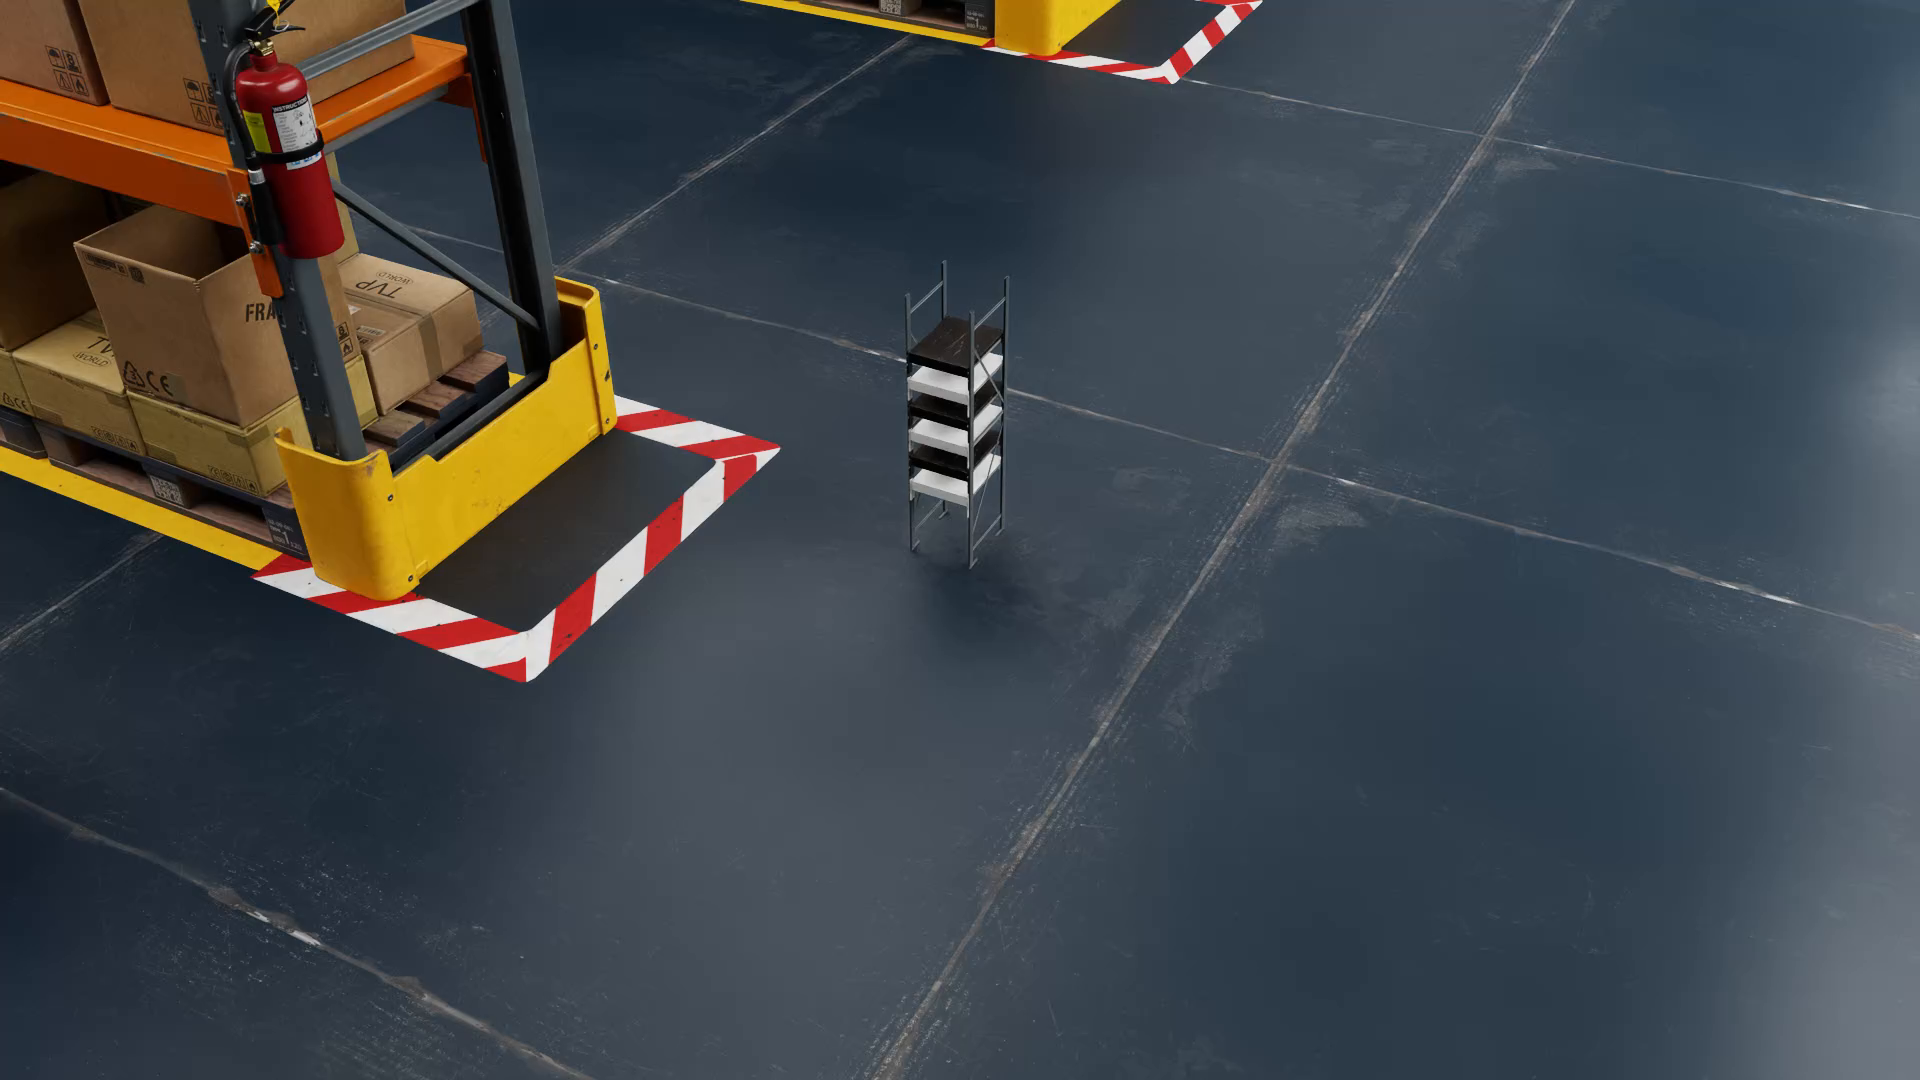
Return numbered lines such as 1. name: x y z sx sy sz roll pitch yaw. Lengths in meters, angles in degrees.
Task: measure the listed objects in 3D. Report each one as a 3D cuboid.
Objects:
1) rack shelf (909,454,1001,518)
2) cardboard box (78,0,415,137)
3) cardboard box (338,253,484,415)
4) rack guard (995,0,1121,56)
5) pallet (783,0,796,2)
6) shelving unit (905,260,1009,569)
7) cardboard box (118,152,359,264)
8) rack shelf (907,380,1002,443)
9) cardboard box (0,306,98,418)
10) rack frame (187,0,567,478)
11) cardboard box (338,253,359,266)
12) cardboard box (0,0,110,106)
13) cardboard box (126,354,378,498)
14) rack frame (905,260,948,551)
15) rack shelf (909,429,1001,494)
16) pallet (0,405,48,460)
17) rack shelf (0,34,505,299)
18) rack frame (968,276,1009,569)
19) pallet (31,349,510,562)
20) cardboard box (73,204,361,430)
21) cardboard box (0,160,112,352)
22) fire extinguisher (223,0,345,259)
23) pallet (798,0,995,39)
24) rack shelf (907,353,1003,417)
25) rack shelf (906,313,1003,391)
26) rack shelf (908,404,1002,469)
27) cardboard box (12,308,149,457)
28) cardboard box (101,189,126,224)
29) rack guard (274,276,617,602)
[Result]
1. rack shelf: -0.007 -0.191 5.110 0.200 0.077 0.258 17 41 21
2. cardboard box: -2.022 -1.540 4.716 0.500 0.500 0.700 17 41 22
3. cardboard box: -1.987 -0.704 5.624 0.500 0.250 0.500 17 41 21
4. rack guard: 0.579 -3.022 8.818 0.348 0.500 1.175 17 41 21
5. pallet: -1.220 -3.476 9.655 1.213 0.211 1.003 17 41 21
6. shelving unit: -0.007 -0.361 4.981 0.210 0.900 0.258 17 41 21
7. cardboard box: -2.432 -1.141 5.579 0.500 0.500 0.500 17 41 21
8. rack shelf: -0.007 -0.406 4.947 0.200 0.077 0.258 17 41 21
9. cardboard box: -3.120 -0.697 5.614 0.500 0.250 0.500 17 41 21
10. rack frame: -1.614 -1.364 4.566 0.127 3.000 1.000 17 41 21
11. cardboard box: -2.433 -0.841 5.805 0.500 0.250 0.500 17 41 21
12. cardboard box: -2.491 -1.684 4.905 0.500 0.500 0.700 18 41 23
13. cardboard box: -2.226 -0.426 5.258 0.500 0.250 0.500 17 41 21
14. rack frame: -0.097 -0.389 5.018 0.006 0.900 0.240 17 41 21
15. rack shelf: -0.007 -0.262 5.055 0.200 0.077 0.258 17 41 21
16. pallet: -3.391 -0.783 6.107 1.213 0.211 1.003 17 41 21
17. rack shelf: -3.389 -1.633 5.516 4.000 0.370 1.077 17 41 21
18. rack frame: 0.083 -0.332 4.944 0.006 0.900 0.240 17 41 21
19. pallet: -2.312 -0.443 5.659 1.213 0.211 1.003 17 41 21
20. cardboard box: -2.227 -0.724 5.029 0.500 0.500 0.500 17 41 21
21. cardboard box: -3.121 -0.994 5.385 0.500 0.500 0.500 17 41 21
22. fire extinguisher: -1.722 -1.051 4.217 0.183 0.674 0.296 17 41 21
23. pallet: -0.140 -3.136 9.207 1.213 0.211 1.003 17 41 21
24. rack shelf: -0.007 -0.478 4.892 0.200 0.077 0.258 17 41 21
25. rack shelf: -0.007 -0.549 4.838 0.200 0.077 0.258 17 41 21
26. rack shelf: -0.007 -0.334 5.001 0.200 0.077 0.258 17 41 21
27. cardboard box: -2.675 -0.559 5.432 0.500 0.250 0.500 17 41 21
28. cardboard box: -2.882 -1.273 5.753 0.500 0.500 0.500 17 41 21
29. rack guard: -1.592 -0.362 5.313 0.348 0.500 1.175 17 41 21
